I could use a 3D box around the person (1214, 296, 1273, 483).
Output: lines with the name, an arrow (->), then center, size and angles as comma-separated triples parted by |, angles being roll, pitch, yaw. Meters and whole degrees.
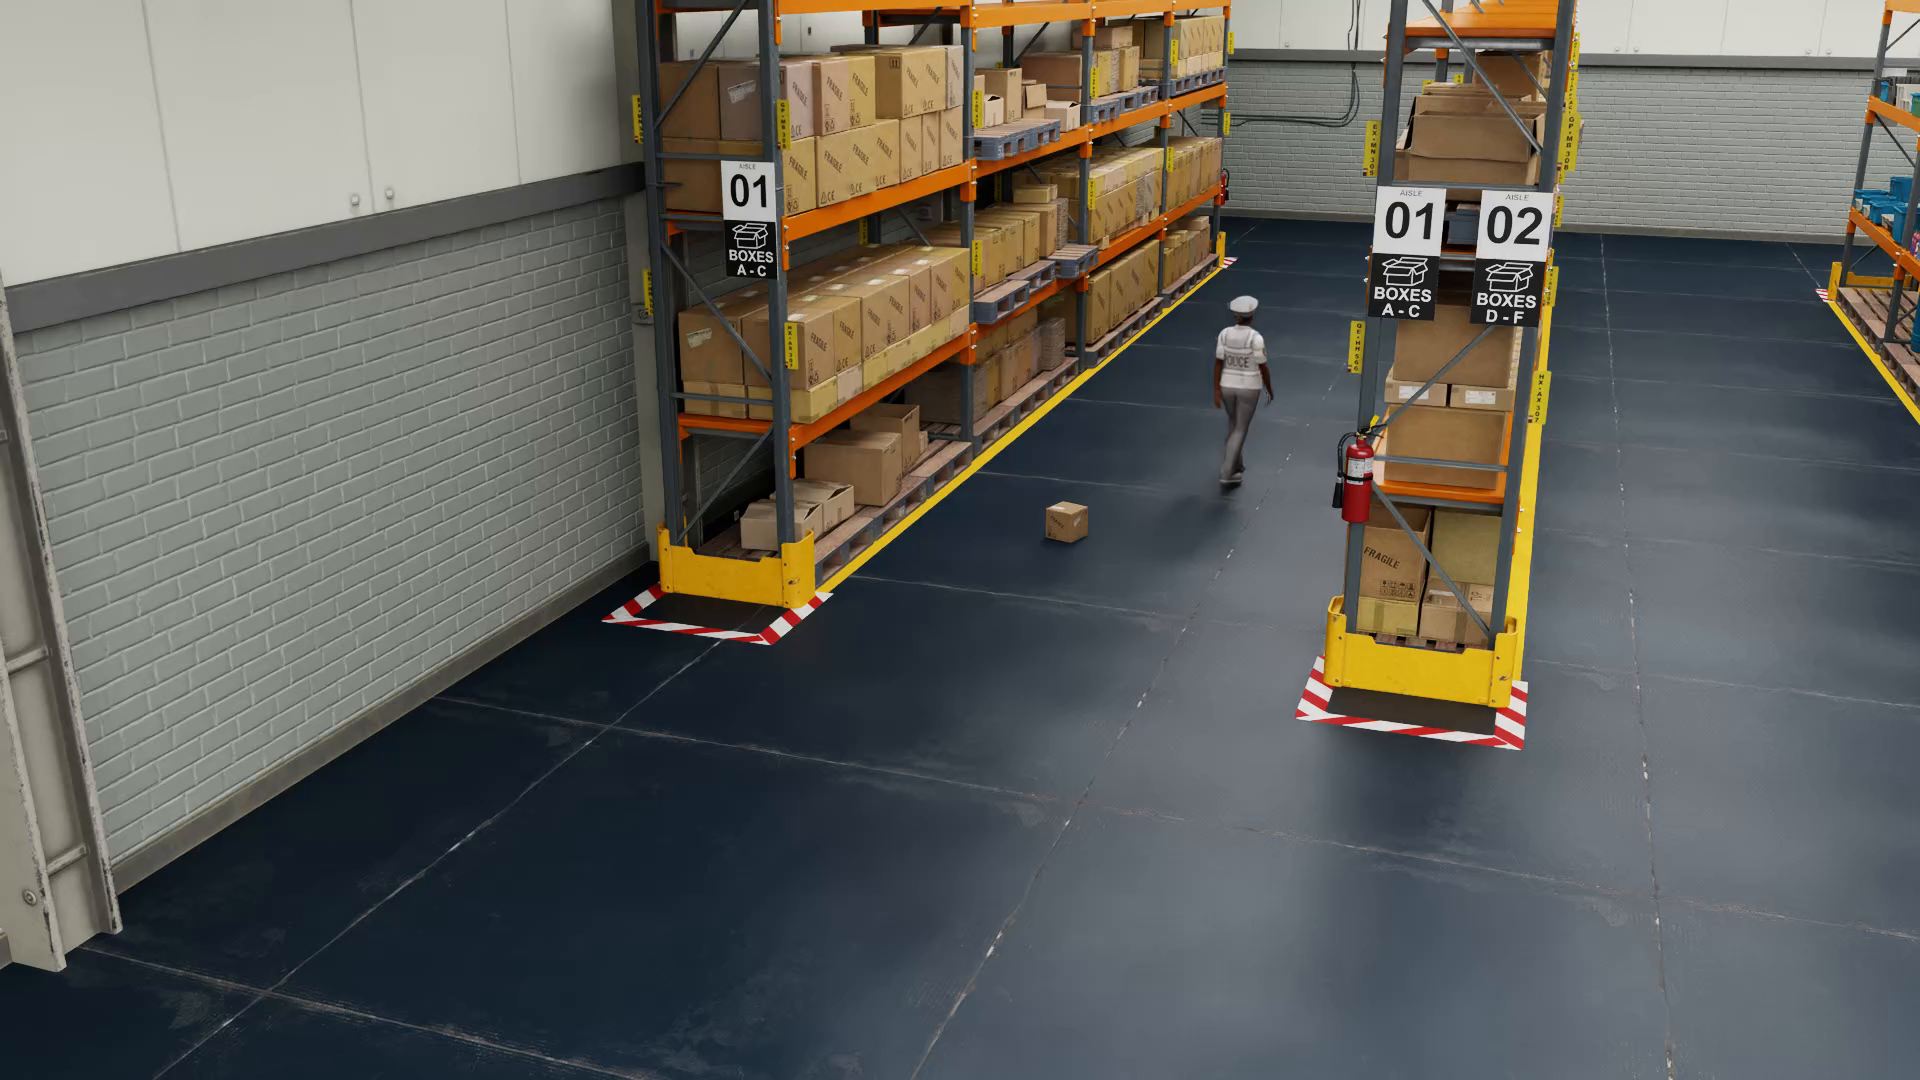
person -> 2.562, -1.338, 14.987 | 0.464, 1.734, 0.706 | 14, 23, 36
